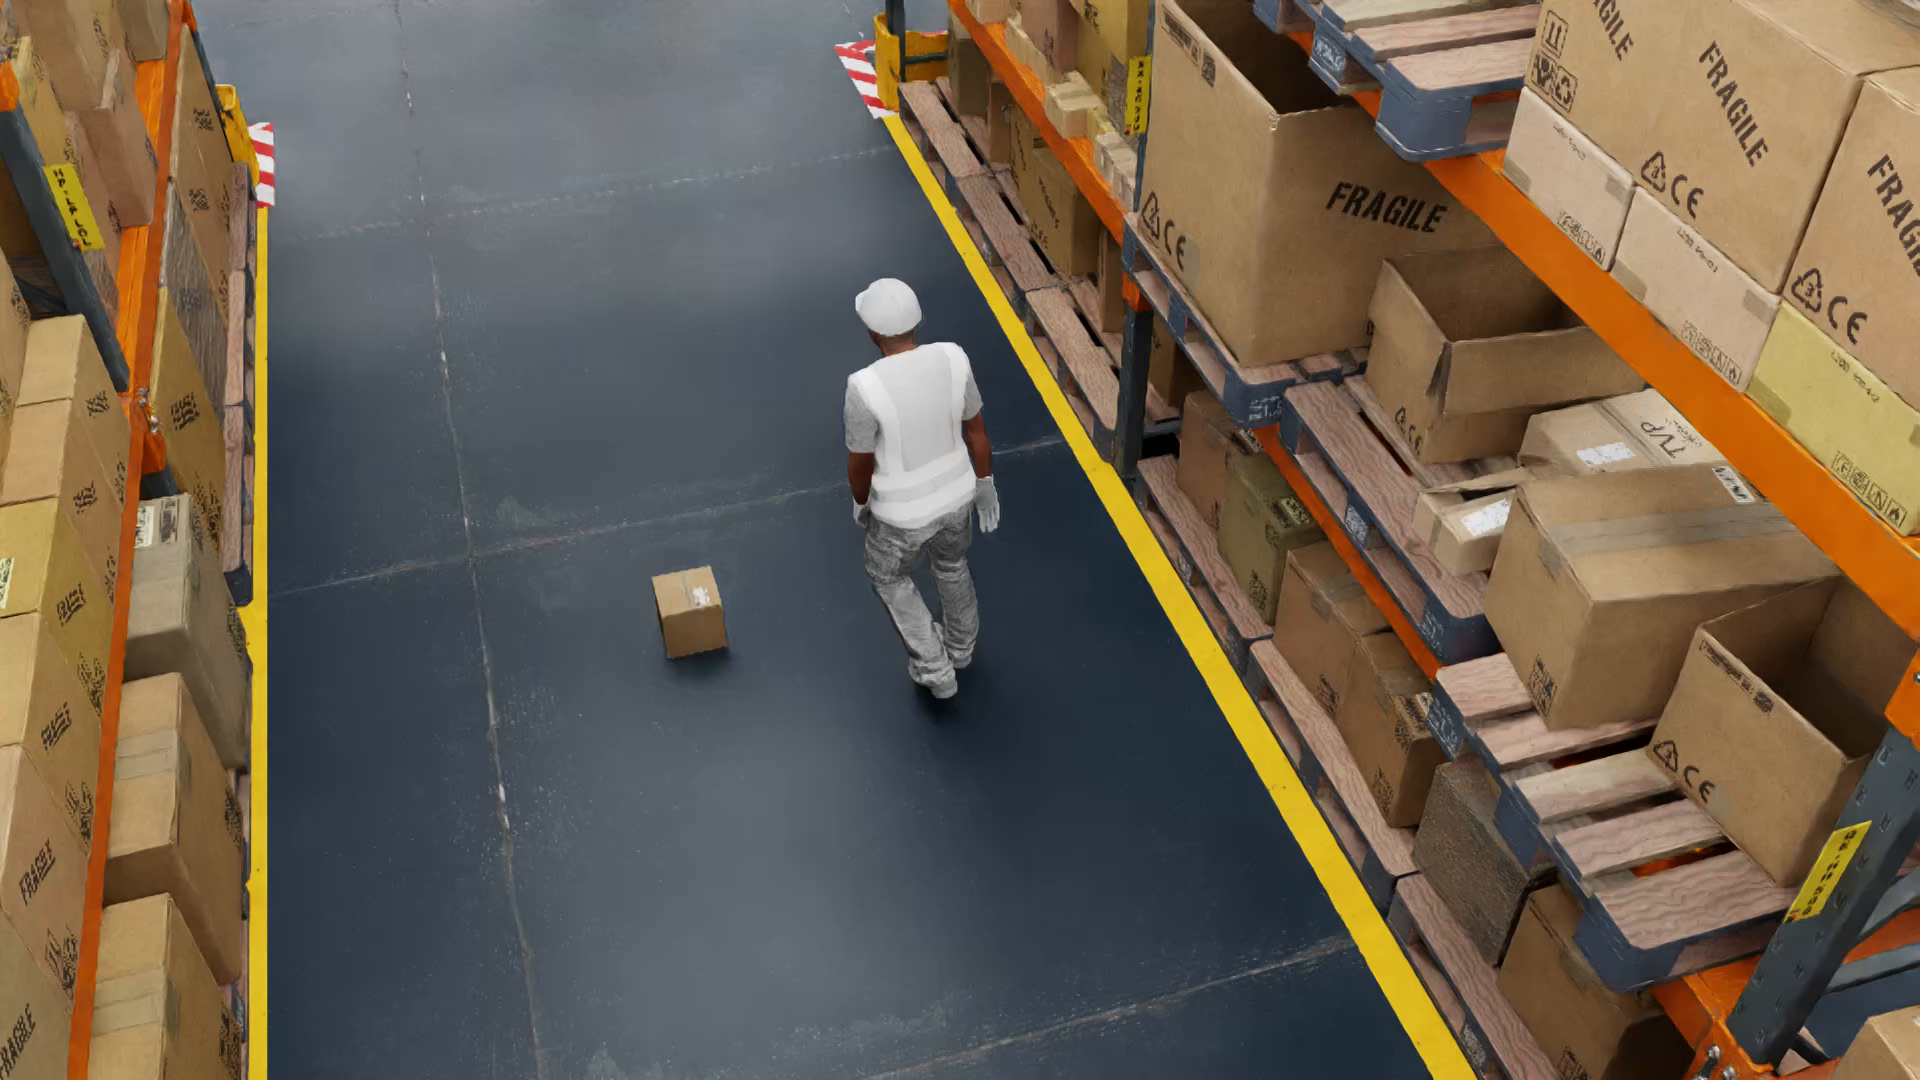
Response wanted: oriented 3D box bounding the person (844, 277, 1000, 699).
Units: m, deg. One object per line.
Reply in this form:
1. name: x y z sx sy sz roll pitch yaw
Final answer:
1. person: -0.147 -0.156 6.335 0.556 1.757 0.680 -27 48 -27
